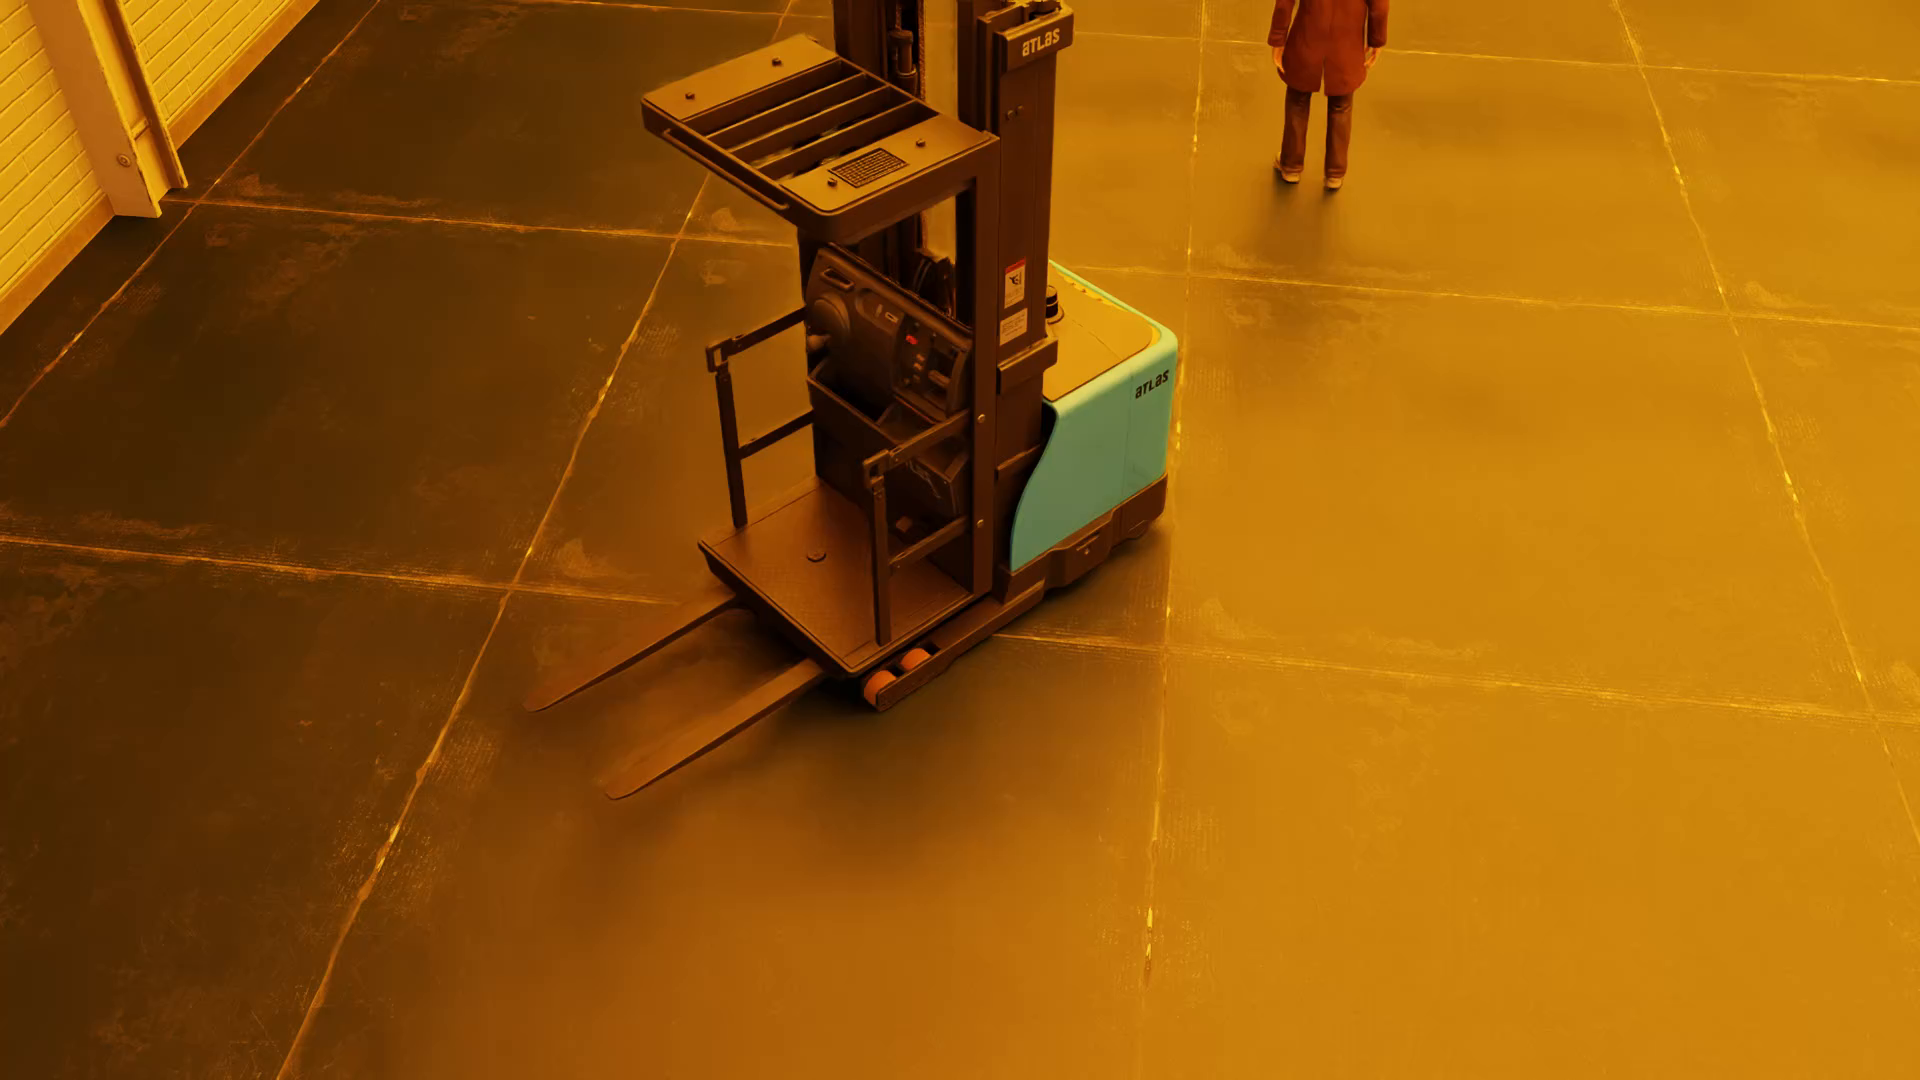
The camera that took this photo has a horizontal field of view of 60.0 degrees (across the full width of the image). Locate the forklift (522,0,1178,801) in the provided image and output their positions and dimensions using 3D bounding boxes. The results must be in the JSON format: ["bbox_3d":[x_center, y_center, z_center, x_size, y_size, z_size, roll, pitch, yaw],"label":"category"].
[{"bbox_3d":[-0.454,-0.758,6.550,3.031,2.935,1.130,-32,51,-30],"label":"forklift"}]

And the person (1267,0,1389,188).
[{"bbox_3d":[2.147,-2.910,9.755,0.683,1.793,0.495,7,43,8],"label":"person"}]
